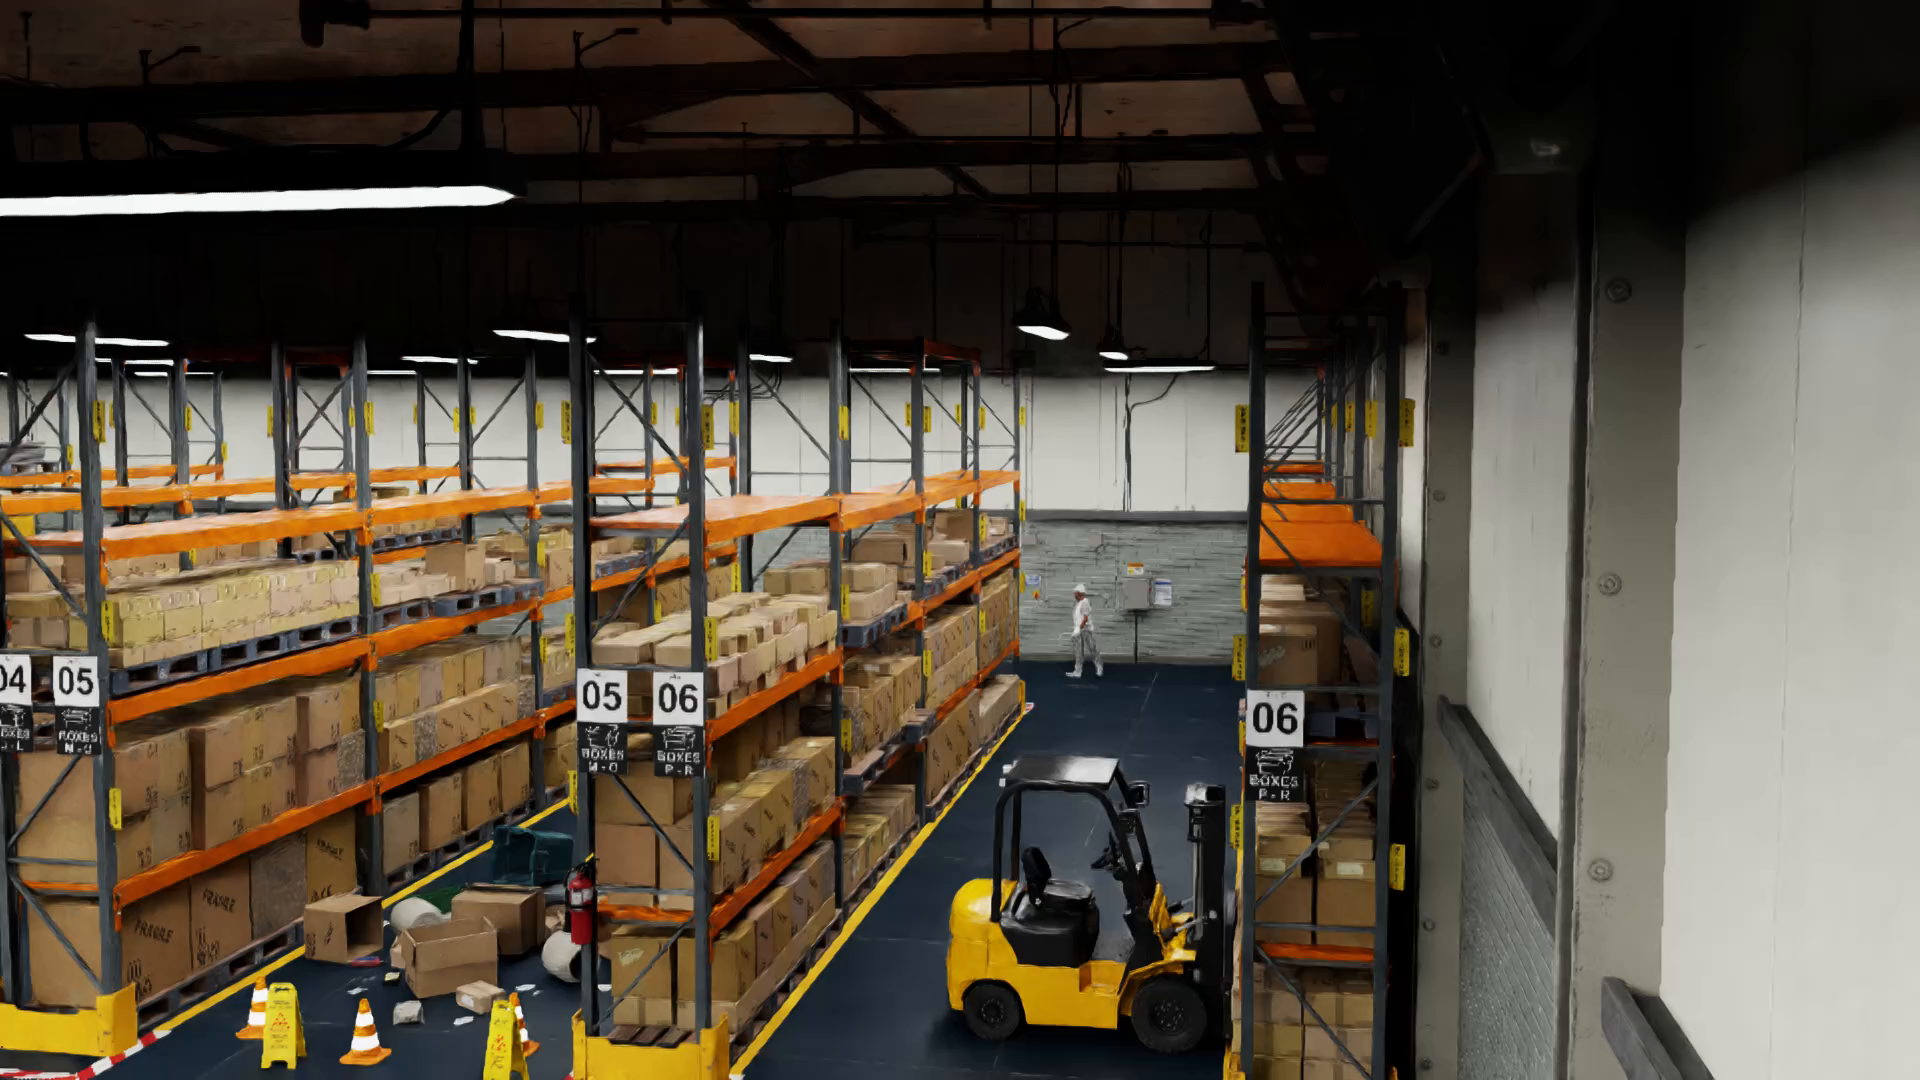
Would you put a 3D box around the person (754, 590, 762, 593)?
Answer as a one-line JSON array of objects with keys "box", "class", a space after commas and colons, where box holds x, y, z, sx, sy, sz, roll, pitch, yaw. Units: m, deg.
[{"box": [-3.658, 1.814, 30.497, 0.451, 1.774, 0.672, -2, 5, -23], "class": "person"}]

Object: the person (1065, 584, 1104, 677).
[{"box": [2.378, 1.731, 31.774, 0.714, 1.783, 0.567, -2, 5, -18], "class": "person"}]
